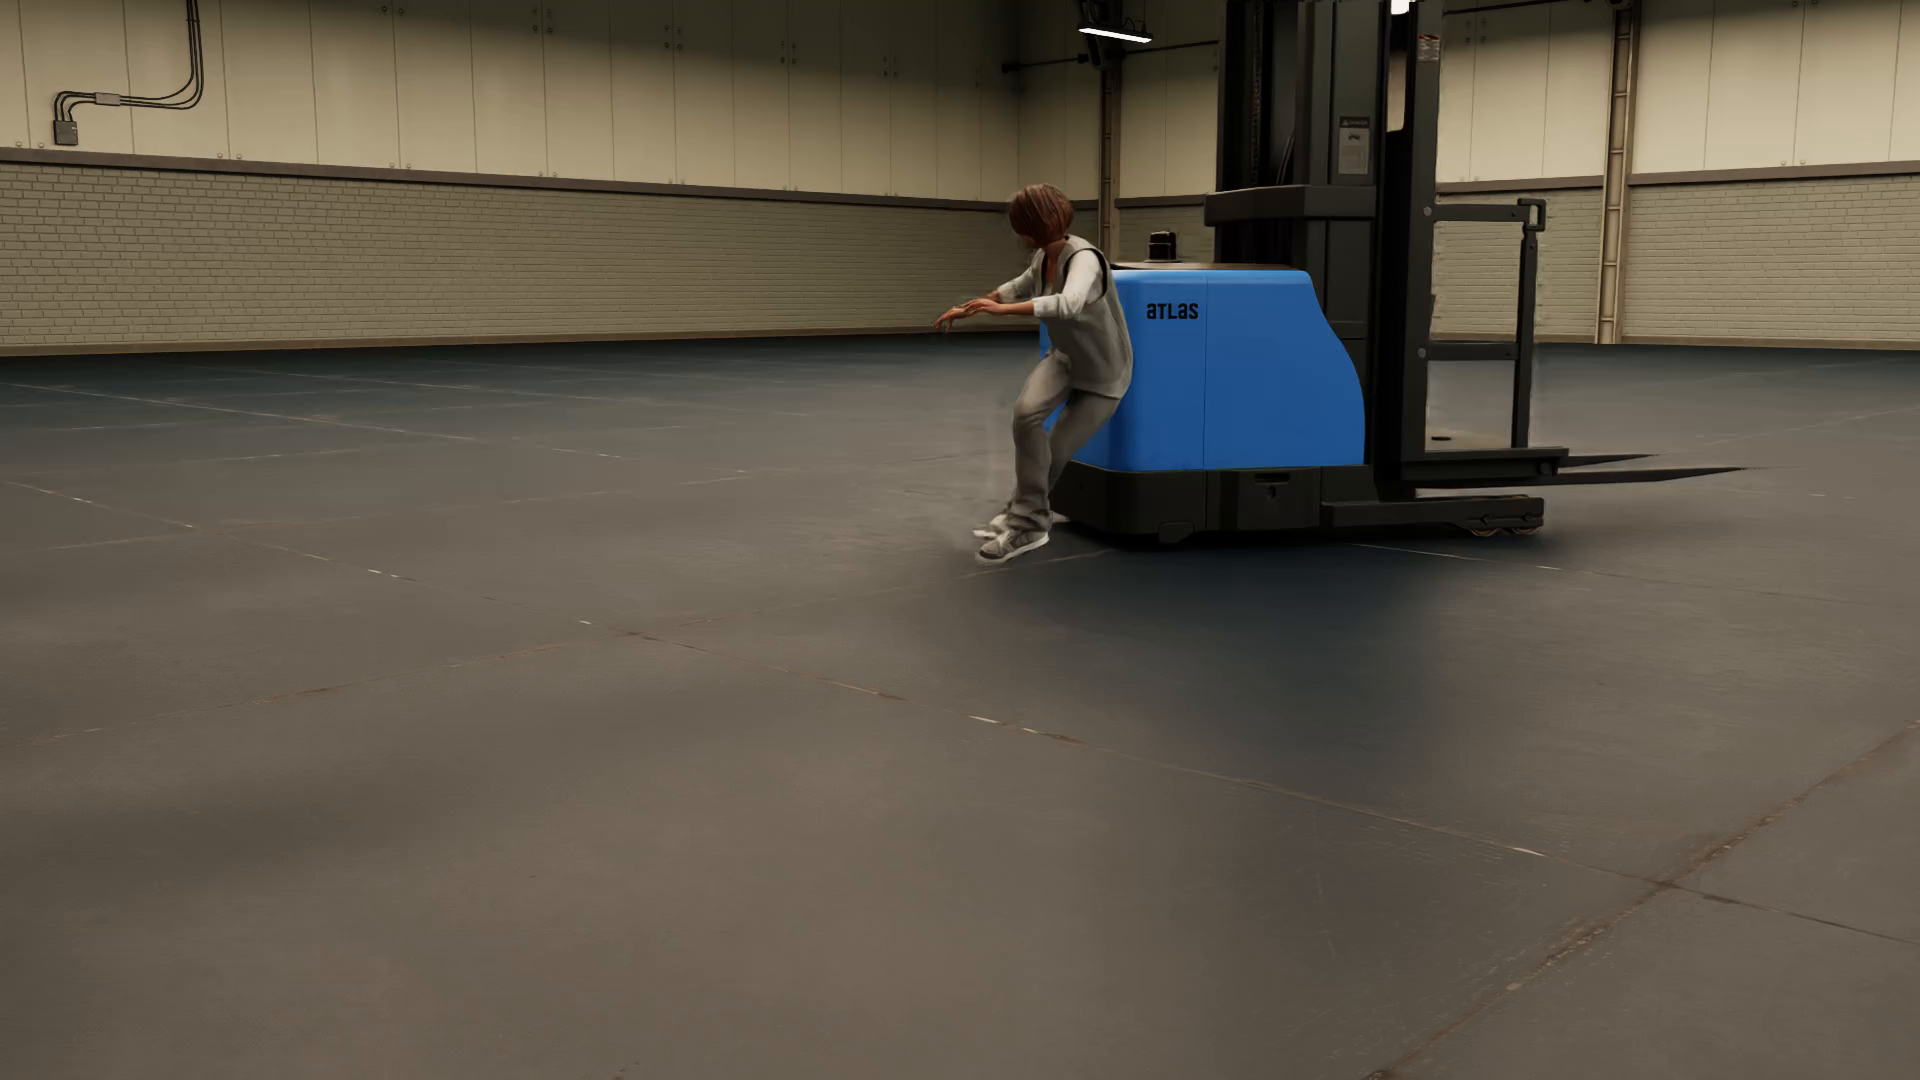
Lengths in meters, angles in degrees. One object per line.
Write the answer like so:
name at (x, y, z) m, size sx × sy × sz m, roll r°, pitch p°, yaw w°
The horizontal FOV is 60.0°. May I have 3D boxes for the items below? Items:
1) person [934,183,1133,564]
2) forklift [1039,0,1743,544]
person at (0.212, -0.604, 6.094) m, size 0.846 × 1.352 × 0.868 m, roll 7°, pitch 11°, yaw 40°
forklift at (1.903, -1.532, 7.048) m, size 3.031 × 2.935 × 1.130 m, roll -2°, pitch 9°, yaw -16°
